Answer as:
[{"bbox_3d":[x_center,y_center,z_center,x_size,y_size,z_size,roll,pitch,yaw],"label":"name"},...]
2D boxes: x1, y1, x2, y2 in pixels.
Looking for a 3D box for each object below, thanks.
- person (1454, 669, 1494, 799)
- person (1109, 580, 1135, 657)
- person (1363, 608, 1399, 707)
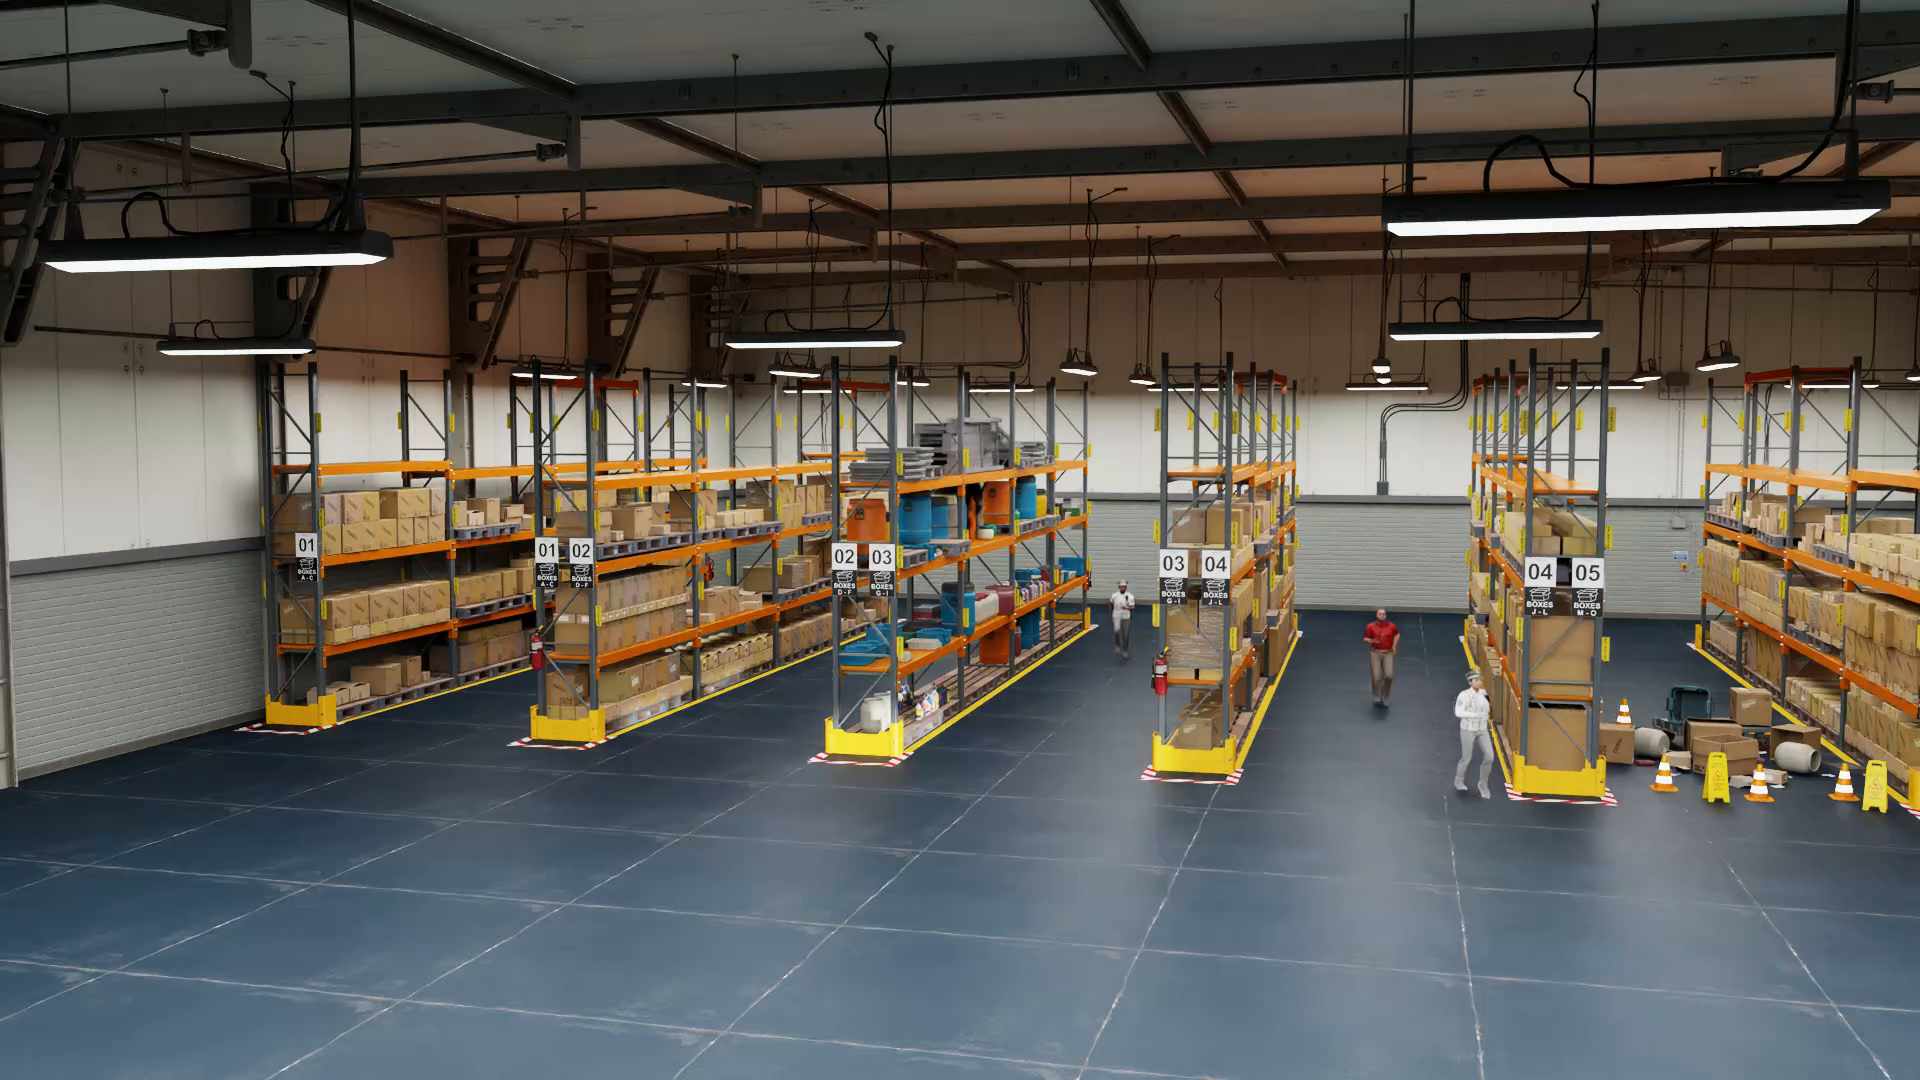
[{"bbox_3d":[6.900,2.599,22.293,0.606,1.762,0.661,-1,4,-14],"label":"person"},{"bbox_3d":[3.398,1.657,34.908,0.549,1.665,0.838,0,4,4],"label":"person"},{"bbox_3d":[7.455,2.094,29.378,0.642,1.765,0.689,1,4,9],"label":"person"}]
